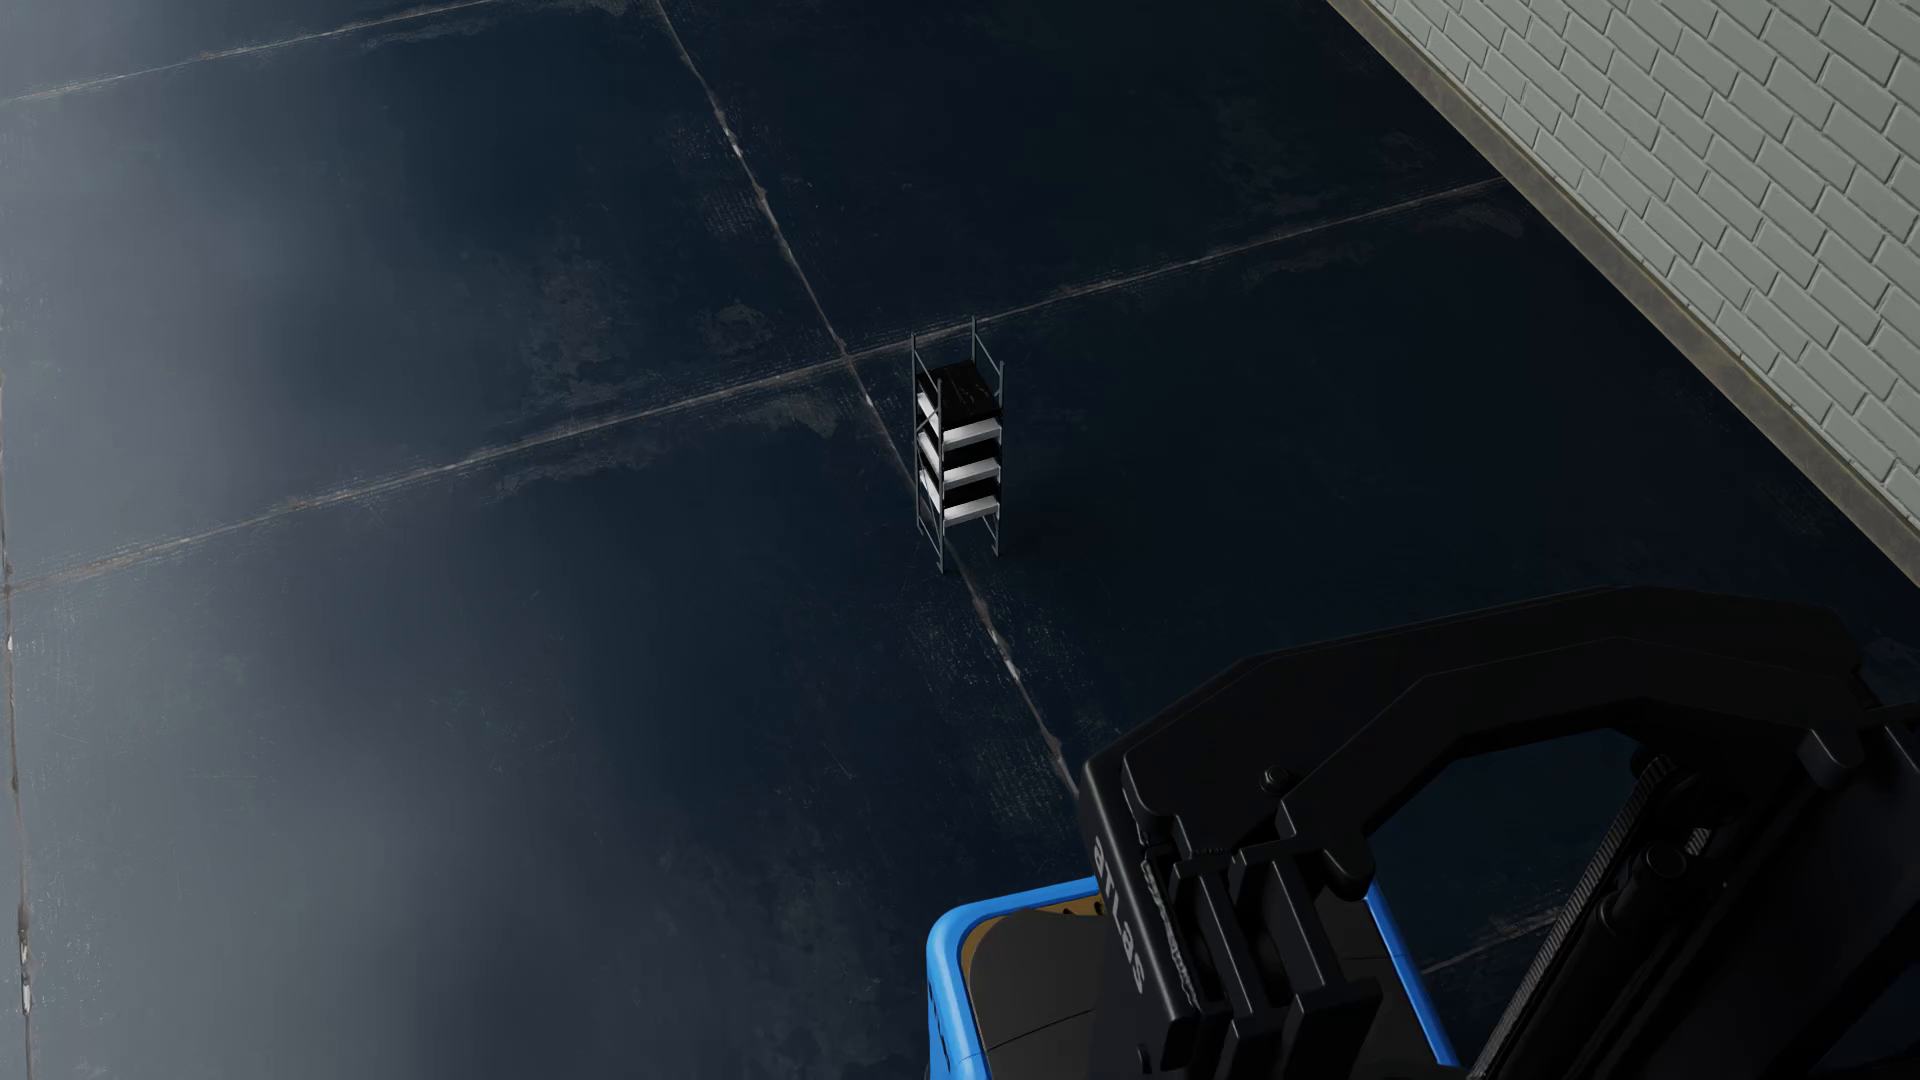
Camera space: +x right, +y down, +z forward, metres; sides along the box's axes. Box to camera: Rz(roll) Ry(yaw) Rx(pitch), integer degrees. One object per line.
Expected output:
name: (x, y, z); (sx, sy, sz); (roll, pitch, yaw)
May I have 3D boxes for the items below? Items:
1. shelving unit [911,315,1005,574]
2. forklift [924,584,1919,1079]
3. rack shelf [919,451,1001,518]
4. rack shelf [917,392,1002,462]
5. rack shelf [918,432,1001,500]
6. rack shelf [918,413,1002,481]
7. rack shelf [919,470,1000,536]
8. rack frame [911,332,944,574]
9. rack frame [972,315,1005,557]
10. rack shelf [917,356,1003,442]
shelving unit: (-0.008, -0.291, 5.407); (0.210, 0.900, 0.258); (-17, 52, -14)
forklift: (0.756, 1.564, 2.475); (1.130, 2.935, 3.031); (-10, 50, -9)
rack shelf: (-0.008, -0.211, 5.500); (0.200, 0.077, 0.258); (-17, 52, -14)
rack shelf: (-0.008, -0.386, 5.295); (0.200, 0.077, 0.258); (-17, 52, -14)
rack shelf: (-0.008, -0.269, 5.432); (0.200, 0.077, 0.258); (-17, 52, -14)
rack shelf: (-0.008, -0.328, 5.364); (0.200, 0.077, 0.258); (-17, 52, -14)
rack shelf: (-0.008, -0.152, 5.568); (0.200, 0.077, 0.258); (-17, 52, -14)
rack frame: (-0.102, -0.262, 5.382); (0.006, 0.900, 0.240); (-17, 52, -14)
rack frame: (0.087, -0.320, 5.432); (0.006, 0.900, 0.240); (-17, 52, -14)
rack shelf: (-0.008, -0.445, 5.227); (0.200, 0.077, 0.258); (-17, 52, -14)
